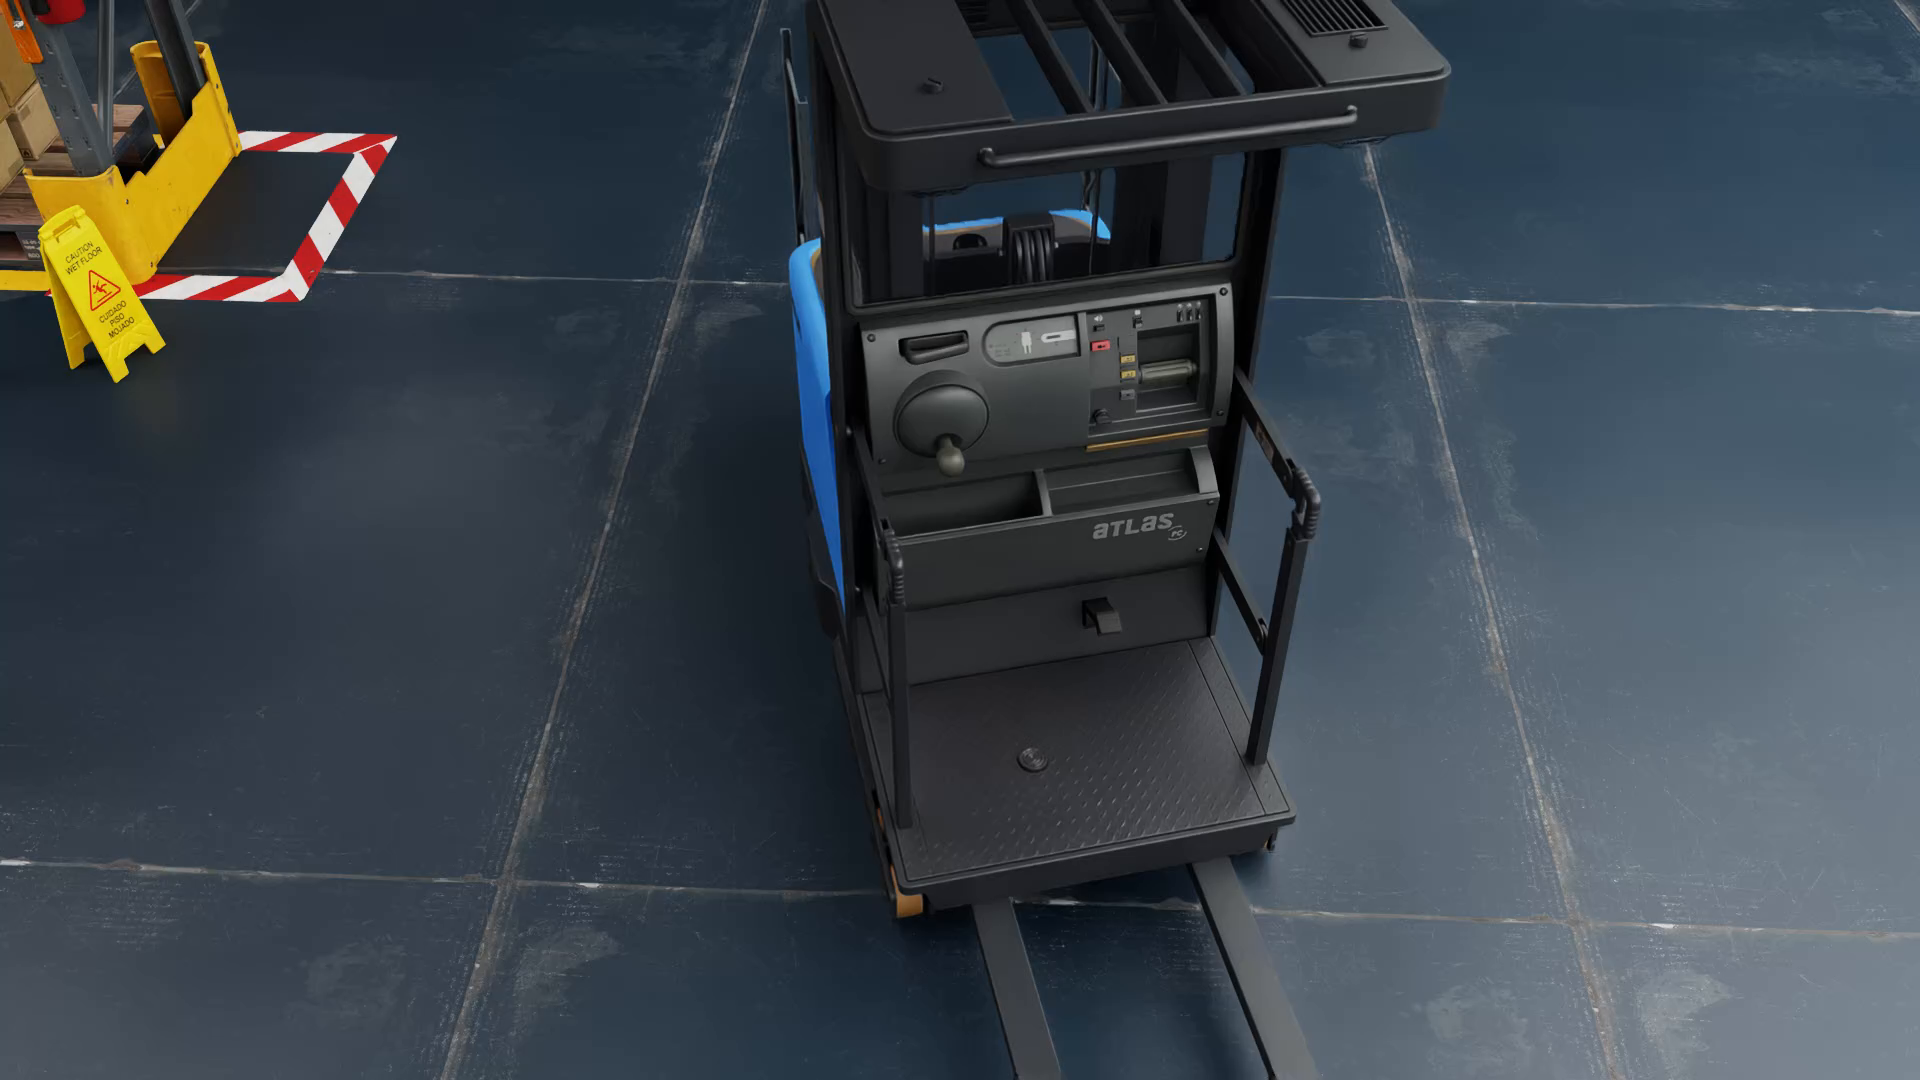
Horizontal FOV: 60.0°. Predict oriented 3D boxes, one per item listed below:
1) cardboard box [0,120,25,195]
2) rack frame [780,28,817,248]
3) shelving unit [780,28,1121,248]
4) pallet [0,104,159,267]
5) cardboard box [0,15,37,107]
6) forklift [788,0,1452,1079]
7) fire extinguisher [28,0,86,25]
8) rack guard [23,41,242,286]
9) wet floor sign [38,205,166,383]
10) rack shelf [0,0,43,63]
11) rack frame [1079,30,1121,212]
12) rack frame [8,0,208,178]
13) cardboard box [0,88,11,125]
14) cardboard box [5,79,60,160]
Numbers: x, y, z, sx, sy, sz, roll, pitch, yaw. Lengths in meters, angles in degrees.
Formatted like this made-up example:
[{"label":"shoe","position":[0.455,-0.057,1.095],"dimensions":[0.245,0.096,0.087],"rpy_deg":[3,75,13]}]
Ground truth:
[{"label":"cardboard box","position":[-4.284,-1.539,6.910],"dimensions":[0.500,0.250,0.500],"rpy_deg":[2,43,2]},{"label":"rack frame","position":[-0.514,-0.917,5.634],"dimensions":[0.032,1.500,0.500],"rpy_deg":[-7,43,-8]},{"label":"shelving unit","position":[-0.014,-0.980,5.702],"dimensions":[1.048,1.500,0.538],"rpy_deg":[-7,43,-8]},{"label":"pallet","position":[-4.326,-1.580,7.291],"dimensions":[1.213,0.211,1.003],"rpy_deg":[2,43,2]},{"label":"cardboard box","position":[-4.258,-2.184,7.053],"dimensions":[0.500,0.500,0.500],"rpy_deg":[0,43,0]},{"label":"forklift","position":[0.273,-0.313,3.936],"dimensions":[1.130,2.935,3.031],"rpy_deg":[-9,44,-9]},{"label":"fire extinguisher","position":[-3.347,-2.203,5.971],"dimensions":[0.183,0.674,0.296],"rpy_deg":[2,43,2]},{"label":"rack guard","position":[-3.516,-1.637,7.140],"dimensions":[0.348,0.500,1.175],"rpy_deg":[2,43,2]},{"label":"wet floor sign","position":[-3.299,-0.953,6.300],"dimensions":[0.232,0.644,0.267],"rpy_deg":[16,45,16]},{"label":"rack shelf","position":[-5.438,-2.347,6.597],"dimensions":[4.000,0.370,1.077],"rpy_deg":[2,43,2]},{"label":"rack frame","position":[0.486,-1.044,5.770],"dimensions":[0.032,1.500,0.500],"rpy_deg":[-7,43,-8]},{"label":"rack frame","position":[-3.440,-2.549,6.286],"dimensions":[0.127,3.000,1.000],"rpy_deg":[2,43,2]},{"label":"cardboard box","position":[-4.253,-1.818,6.660],"dimensions":[0.500,0.500,0.500],"rpy_deg":[2,43,2]},{"label":"cardboard box","position":[-4.234,-1.910,7.308],"dimensions":[0.500,0.250,0.500],"rpy_deg":[1,43,2]}]
